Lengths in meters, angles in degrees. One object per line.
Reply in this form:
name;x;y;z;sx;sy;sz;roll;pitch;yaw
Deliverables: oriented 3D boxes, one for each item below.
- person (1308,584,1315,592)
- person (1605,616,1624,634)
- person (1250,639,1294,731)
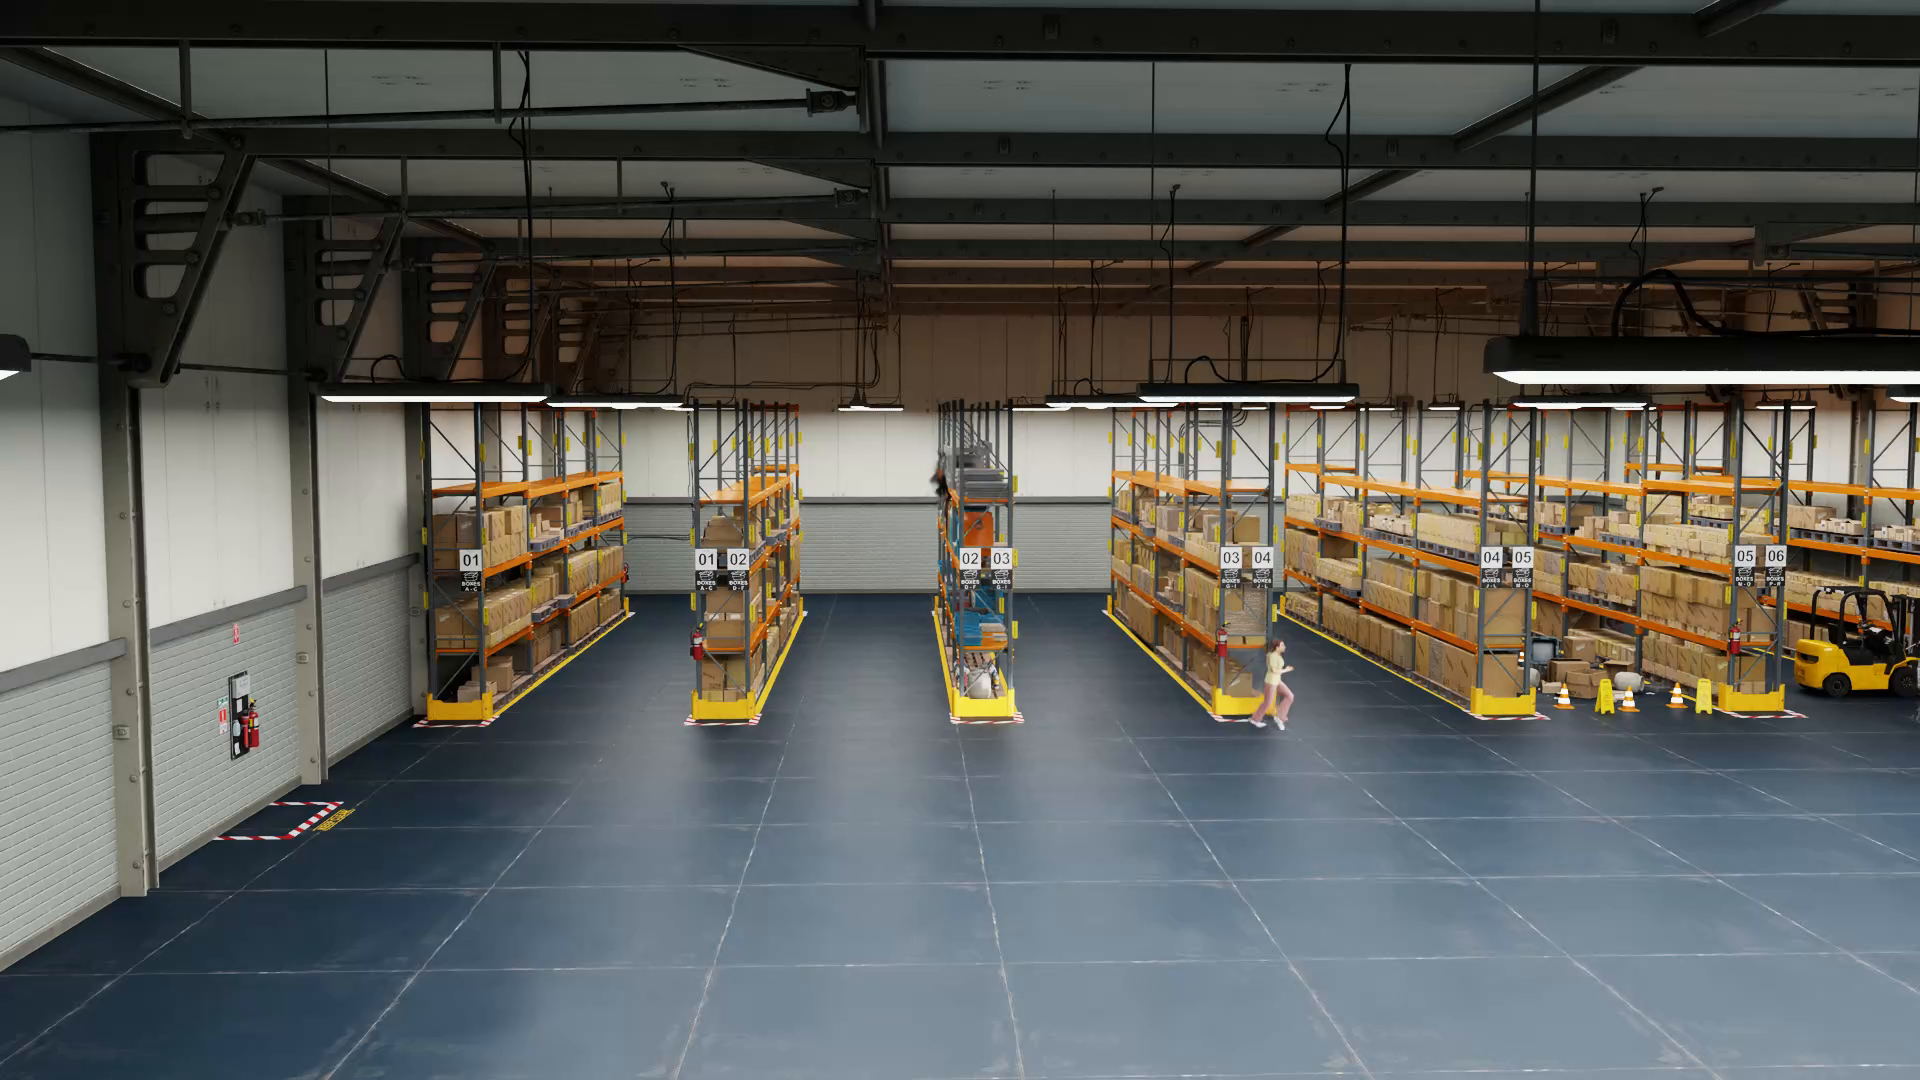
person;10.523;1.172;48.932;0.622;1.702;0.716;4;6;42
person;16.496;1.706;41.773;0.669;1.679;0.618;0;4;-1
person;5.639;2.608;30.053;0.793;1.668;0.602;2;5;25
